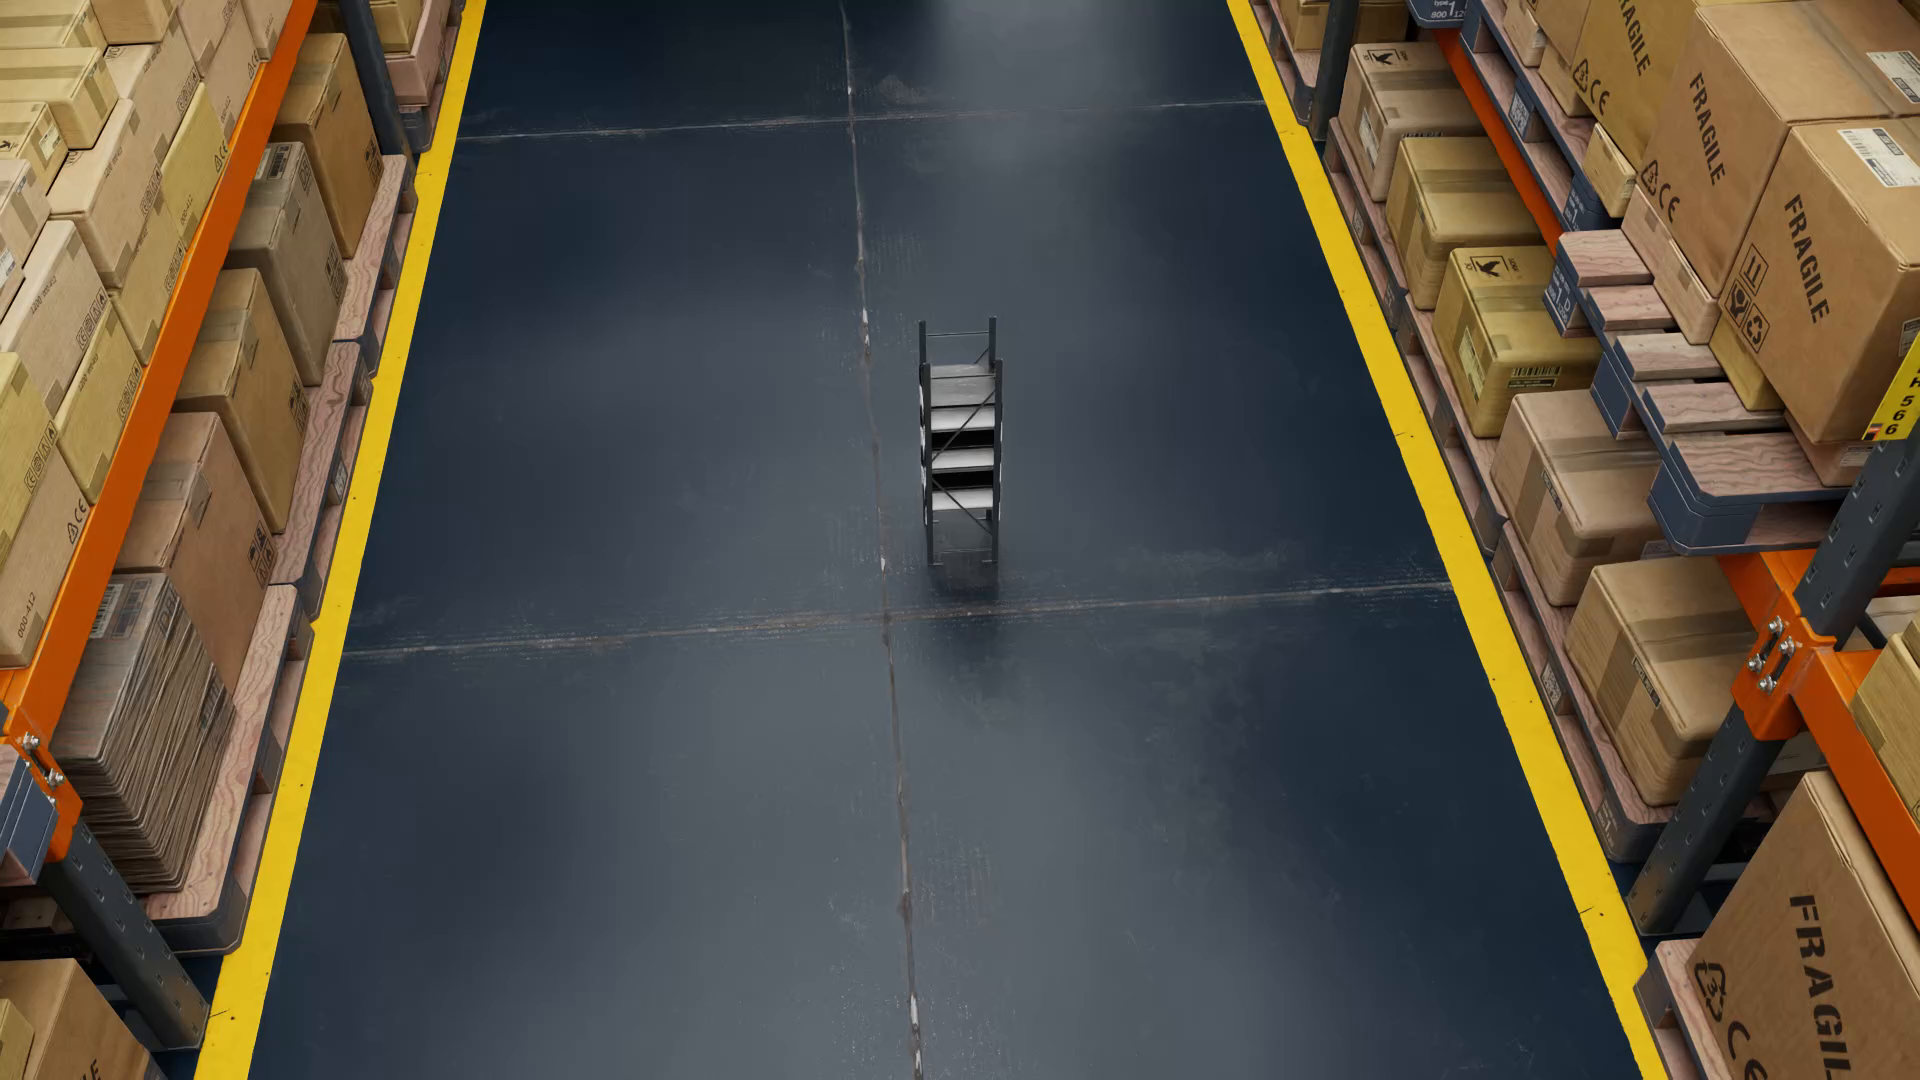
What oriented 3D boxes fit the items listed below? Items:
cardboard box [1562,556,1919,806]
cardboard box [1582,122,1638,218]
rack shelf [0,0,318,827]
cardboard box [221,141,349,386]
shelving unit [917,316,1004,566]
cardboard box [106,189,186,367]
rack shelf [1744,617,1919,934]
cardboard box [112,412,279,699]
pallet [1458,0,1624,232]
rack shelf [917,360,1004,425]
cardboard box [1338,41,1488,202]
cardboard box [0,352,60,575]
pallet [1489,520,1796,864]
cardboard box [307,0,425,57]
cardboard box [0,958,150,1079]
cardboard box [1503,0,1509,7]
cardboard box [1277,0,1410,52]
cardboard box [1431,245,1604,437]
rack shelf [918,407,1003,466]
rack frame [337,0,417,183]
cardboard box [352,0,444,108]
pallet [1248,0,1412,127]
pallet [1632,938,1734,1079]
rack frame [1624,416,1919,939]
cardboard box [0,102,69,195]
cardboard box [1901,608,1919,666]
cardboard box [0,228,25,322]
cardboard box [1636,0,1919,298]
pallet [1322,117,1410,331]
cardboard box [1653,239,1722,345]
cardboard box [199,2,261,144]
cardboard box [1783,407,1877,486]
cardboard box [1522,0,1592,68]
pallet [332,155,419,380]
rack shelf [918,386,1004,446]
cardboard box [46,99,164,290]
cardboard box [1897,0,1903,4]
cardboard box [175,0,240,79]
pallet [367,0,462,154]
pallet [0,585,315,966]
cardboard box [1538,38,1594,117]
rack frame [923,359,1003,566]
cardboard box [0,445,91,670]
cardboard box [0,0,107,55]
[{"bbox_3d":[2.371,0.366,4.858,0.950,0.372,0.625,-6,47,-6],"label":"cardboard box"},{"bbox_3d":[1.936,-1.015,4.529,0.380,0.149,0.250,-3,47,-3],"label":"cardboard box"},{"bbox_3d":[-2.705,-0.879,5.012,1.077,0.370,4.000,-3,47,-3],"label":"rack shelf"},{"bbox_3d":[-2.760,-0.963,5.942,0.875,0.625,0.625,-4,47,-4],"label":"cardboard box"},{"bbox_3d":[0.001,-0.304,5.418,0.258,0.900,0.210,-3,47,-3],"label":"shelving unit"},{"bbox_3d":[-2.418,-0.700,4.451,0.500,0.250,0.500,-5,47,-5],"label":"cardboard box"},{"bbox_3d":[2.576,1.710,2.560,1.077,0.370,4.000,-3,47,-3],"label":"rack shelf"},{"bbox_3d":[-2.639,0.068,4.966,0.875,0.625,0.625,-2,47,-2],"label":"cardboard box"},{"bbox_3d":[2.202,-1.348,5.093,1.003,0.211,1.213,-3,47,-3],"label":"pallet"},{"bbox_3d":[0.001,-0.466,5.246,0.258,0.077,0.200,-3,47,-3],"label":"rack shelf"},{"bbox_3d":[2.120,-1.739,6.852,0.950,0.372,0.625,-3,47,-3],"label":"cardboard box"},{"bbox_3d":[-2.306,-0.137,3.573,0.500,0.250,0.500,-4,47,-3],"label":"cardboard box"},{"bbox_3d":[2.345,0.409,5.217,1.003,0.211,1.213,-3,47,-3],"label":"pallet"},{"bbox_3d":[-2.605,-2.313,7.135,0.500,0.250,0.500,-4,47,-3],"label":"cardboard box"},{"bbox_3d":[-2.288,1.328,3.858,0.500,0.500,0.500,-2,47,-2],"label":"cardboard box"},{"bbox_3d":[1.916,-1.768,5.242,0.380,0.149,0.250,-3,47,-3],"label":"cardboard box"},{"bbox_3d":[1.756,-2.488,7.645,0.500,0.250,0.500,-2,47,-1],"label":"cardboard box"},{"bbox_3d":[2.244,-0.717,5.883,0.950,0.372,0.625,-2,47,-2],"label":"cardboard box"},{"bbox_3d":[0.001,-0.343,5.377,0.258,0.077,0.200,-3,47,-3],"label":"rack shelf"},{"bbox_3d":[-2.872,-2.574,6.121,1.000,3.000,0.127,-3,47,-3],"label":"rack frame"},{"bbox_3d":[-2.583,-2.143,7.318,0.500,0.250,0.500,-3,47,-3],"label":"cardboard box"},{"bbox_3d":[1.982,-2.403,7.880,1.003,0.211,1.213,-3,47,-3],"label":"pallet"},{"bbox_3d":[2.399,1.550,4.137,1.003,0.211,1.213,-3,47,-3],"label":"pallet"},{"bbox_3d":[2.409,0.016,3.669,1.000,3.000,0.127,-3,47,-3],"label":"rack frame"},{"bbox_3d":[-2.427,-0.931,4.050,0.380,0.149,0.250,-3,47,-3],"label":"cardboard box"},{"bbox_3d":[2.205,0.277,3.180,0.500,0.250,0.500,-4,47,-4],"label":"cardboard box"},{"bbox_3d":[-2.341,-0.563,3.702,0.380,0.149,0.250,-2,47,-2],"label":"cardboard box"},{"bbox_3d":[2.039,-0.950,4.021,0.500,0.500,0.500,-4,47,-4],"label":"cardboard box"},{"bbox_3d":[2.140,-1.356,6.889,1.003,0.211,1.213,-3,47,-3],"label":"pallet"},{"bbox_3d":[1.986,-0.634,4.168,0.380,0.149,0.250,-4,47,-4],"label":"cardboard box"},{"bbox_3d":[-2.511,-1.449,5.159,0.500,0.250,0.500,-3,47,-3],"label":"cardboard box"},{"bbox_3d":[2.147,-0.265,3.819,0.380,0.149,0.250,-2,47,-2],"label":"cardboard box"},{"bbox_3d":[1.951,-1.710,4.741,0.500,0.500,0.500,-5,47,-5],"label":"cardboard box"},{"bbox_3d":[-2.772,-1.084,6.631,1.003,0.211,1.213,-3,47,-3],"label":"pallet"},{"bbox_3d":[0.001,-0.404,5.311,0.258,0.077,0.200,-3,47,-3],"label":"rack shelf"},{"bbox_3d":[-2.398,-0.878,4.274,0.500,0.250,0.500,-5,47,-4],"label":"cardboard box"},{"bbox_3d":[2.500,-1.365,4.414,0.500,0.500,0.500,-3,47,-3],"label":"cardboard box"},{"bbox_3d":[-2.489,-1.612,4.970,0.500,0.250,0.500,-3,47,-3],"label":"cardboard box"},{"bbox_3d":[-2.897,-2.193,7.681,1.003,0.211,1.213,-3,47,-3],"label":"pallet"},{"bbox_3d":[-2.567,0.681,4.959,1.003,0.211,1.213,-3,47,-3],"label":"pallet"},{"bbox_3d":[1.938,-1.381,4.876,0.380,0.149,0.250,-5,47,-5],"label":"cardboard box"},{"bbox_3d":[0.009,-0.230,5.348,0.240,0.900,0.006,-3,47,-3],"label":"rack frame"},{"bbox_3d":[-2.331,0.036,3.753,0.500,0.250,0.500,-3,47,-3],"label":"cardboard box"},{"bbox_3d":[-2.507,-1.301,4.401,0.380,0.149,0.250,-3,47,-3],"label":"cardboard box"}]
